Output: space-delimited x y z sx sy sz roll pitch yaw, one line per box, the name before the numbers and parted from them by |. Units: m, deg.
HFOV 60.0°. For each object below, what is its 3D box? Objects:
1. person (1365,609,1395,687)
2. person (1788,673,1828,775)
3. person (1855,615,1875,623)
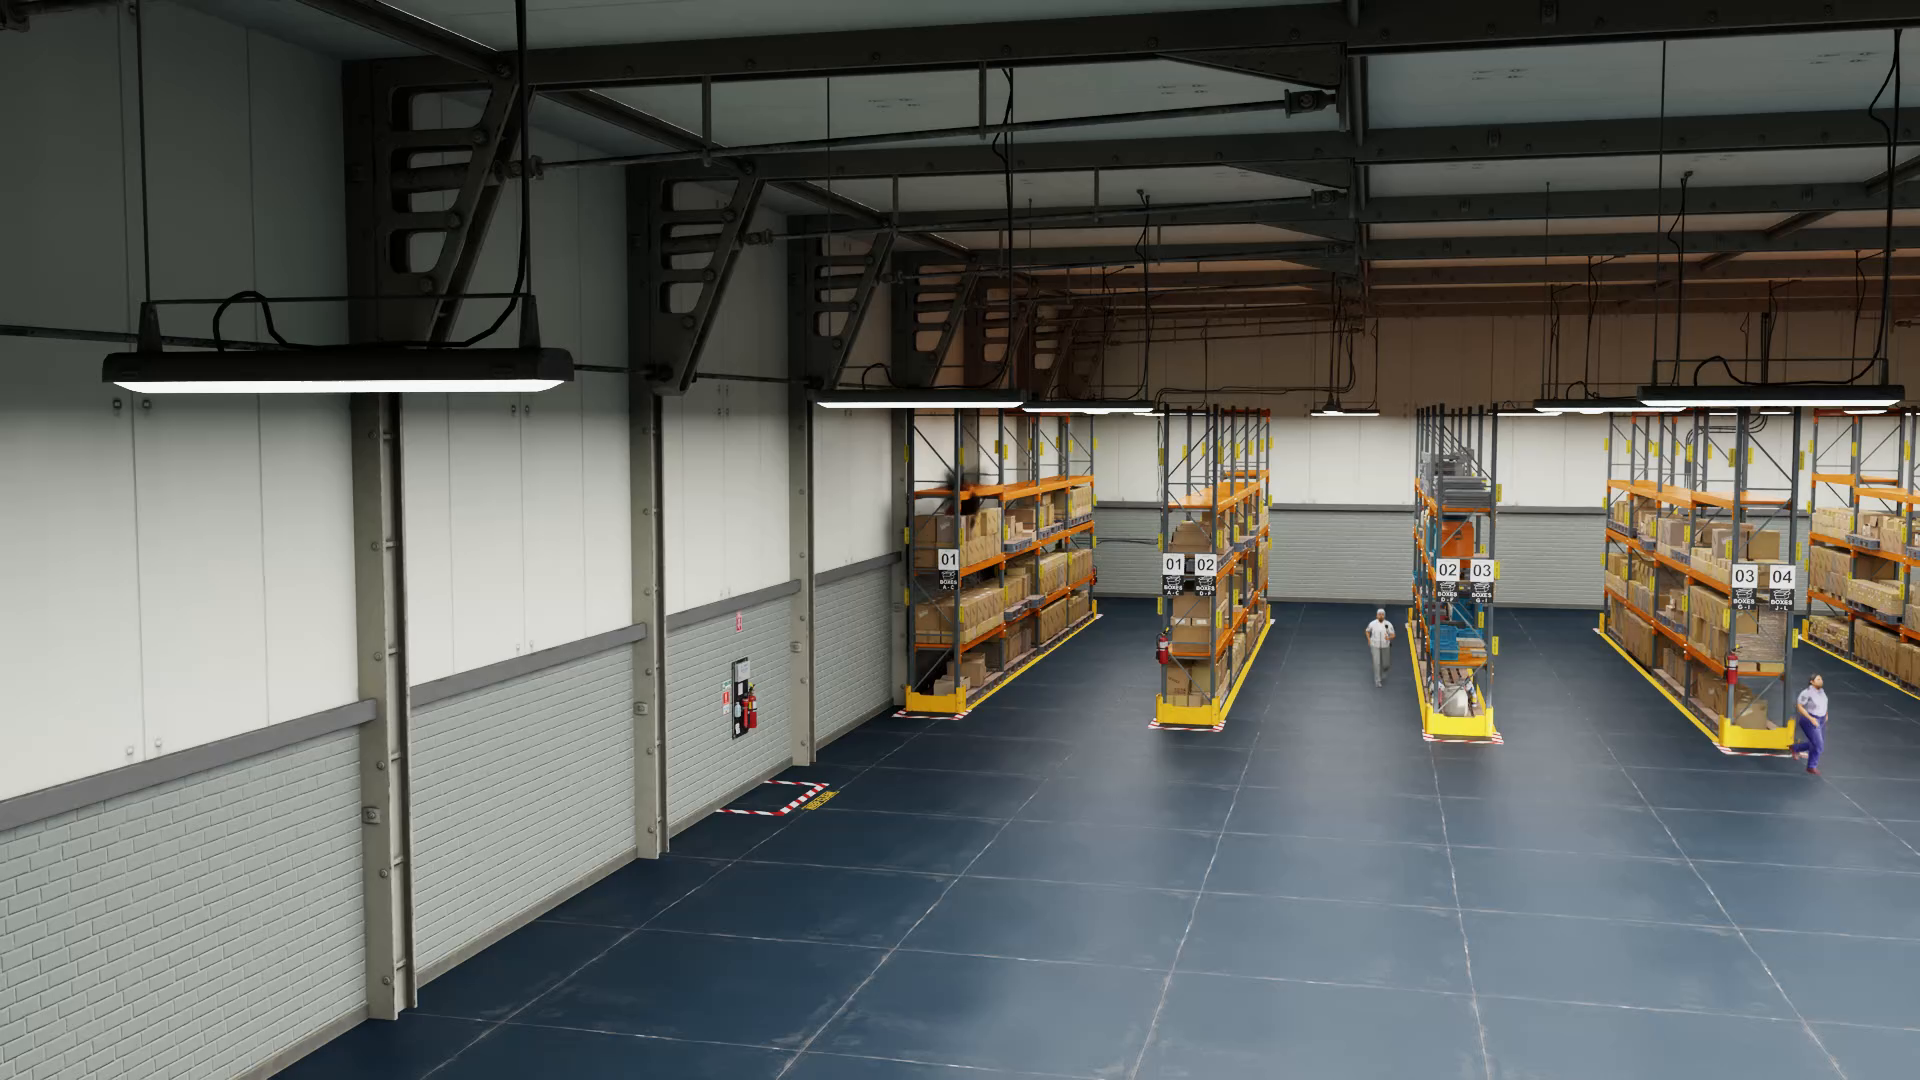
person | 9.038 2.300 35.774 0.620 1.634 0.823 1 4 11
person | 13.771 2.965 27.002 0.615 1.645 0.630 -3 5 -32
person | 23.620 1.694 43.678 0.730 1.702 0.856 -3 5 -32
